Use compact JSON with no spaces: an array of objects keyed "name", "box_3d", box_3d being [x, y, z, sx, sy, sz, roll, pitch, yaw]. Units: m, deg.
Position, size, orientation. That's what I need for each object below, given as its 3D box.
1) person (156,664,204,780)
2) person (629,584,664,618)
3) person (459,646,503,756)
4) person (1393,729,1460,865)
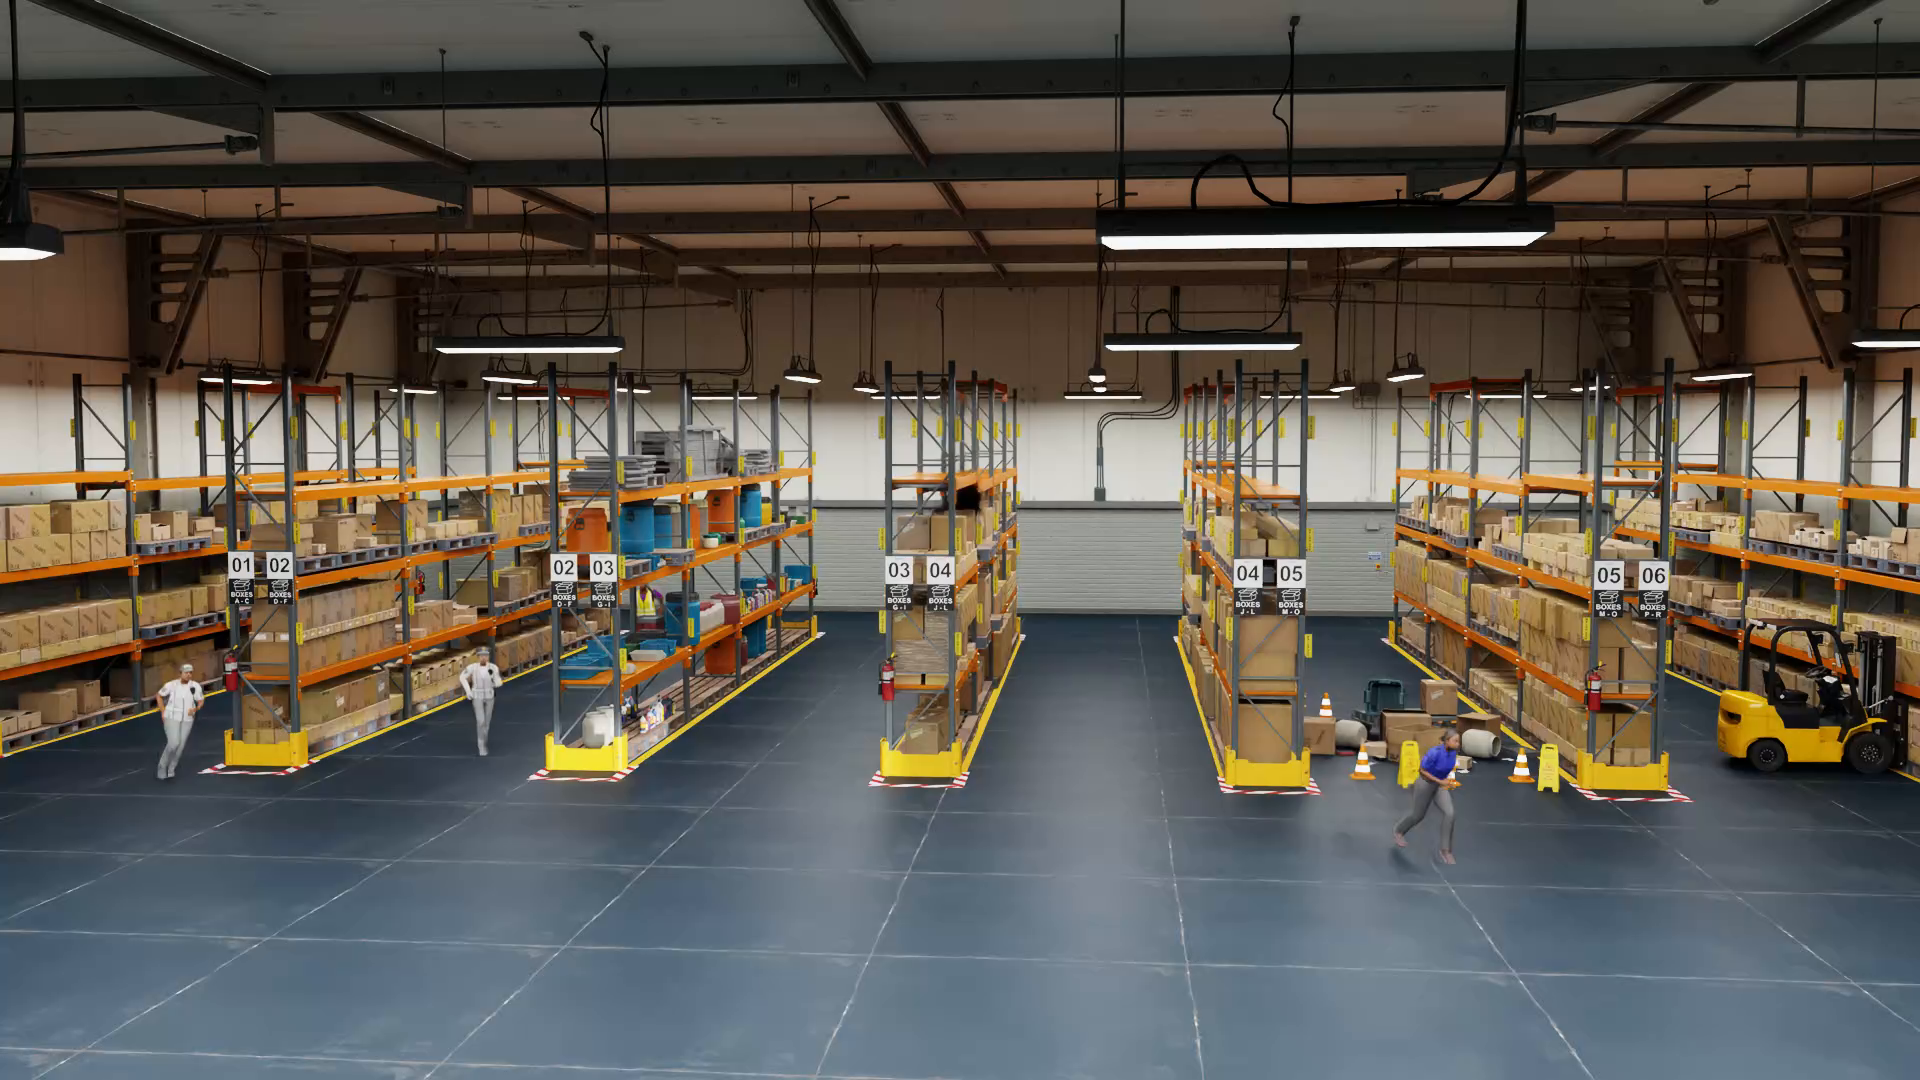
[{"name":"person","box_3d":[-11.259,2.619,24.003,0.657,1.646,0.588,-3,5,-41]},{"name":"person","box_3d":[-6.993,1.700,37.005,0.723,1.716,0.751,0,4,1]},{"name":"person","box_3d":[-7.379,2.488,25.683,0.613,1.721,0.757,-2,4,-26]},{"name":"person","box_3d":[5.492,2.961,19.548,0.617,1.611,0.967,-2,4,-33]}]
